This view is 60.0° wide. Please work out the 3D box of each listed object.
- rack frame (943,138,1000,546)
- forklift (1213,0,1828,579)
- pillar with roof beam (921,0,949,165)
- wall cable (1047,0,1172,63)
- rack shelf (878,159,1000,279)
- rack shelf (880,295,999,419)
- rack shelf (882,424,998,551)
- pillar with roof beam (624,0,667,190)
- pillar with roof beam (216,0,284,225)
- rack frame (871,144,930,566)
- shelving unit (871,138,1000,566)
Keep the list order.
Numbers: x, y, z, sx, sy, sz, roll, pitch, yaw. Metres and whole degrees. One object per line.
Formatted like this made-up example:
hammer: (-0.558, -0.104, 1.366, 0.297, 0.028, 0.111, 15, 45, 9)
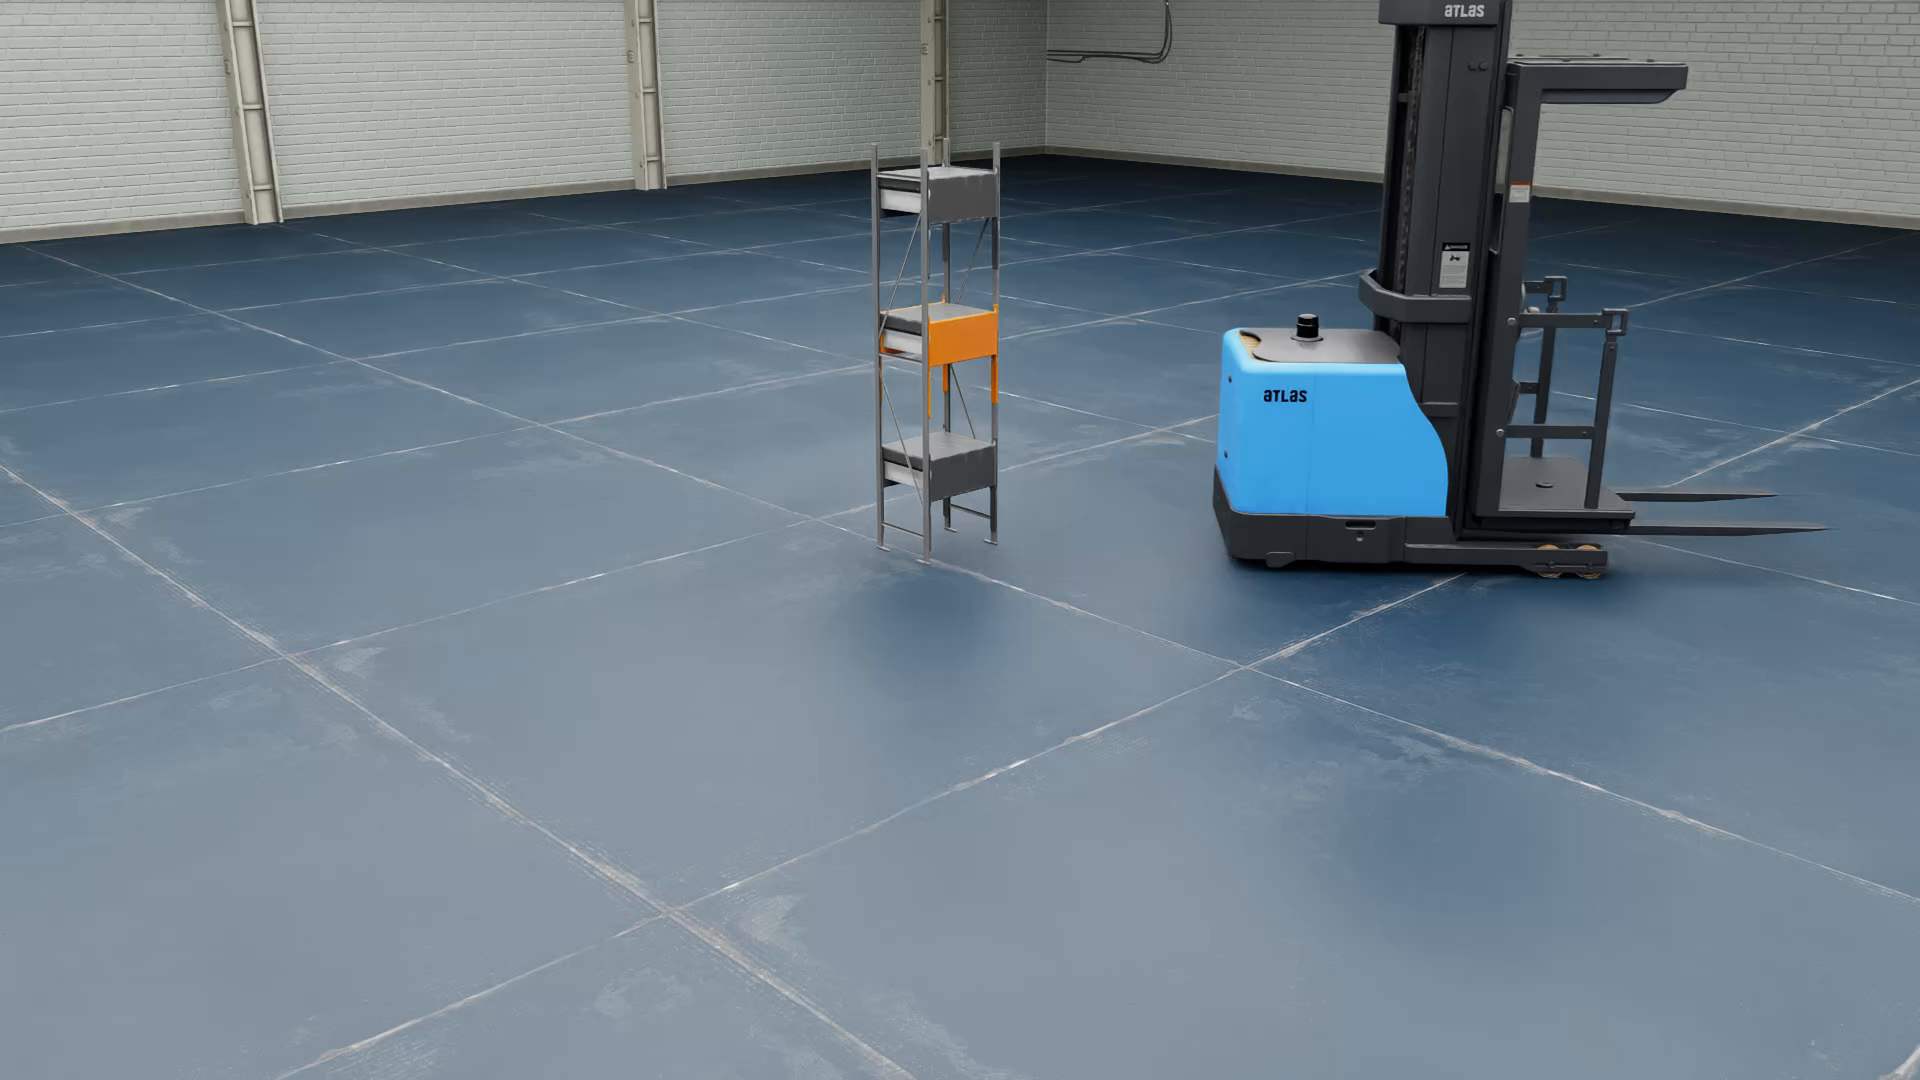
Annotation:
rack frame: (0.057, -1.015, 8.712, 0.015, 2.100, 0.400, -16, 24, -41)
forklift: (2.913, -1.367, 8.449, 3.031, 2.935, 1.130, 1, 18, 3)
pillar with roof beam: (2.520, -10.042, 25.367, 0.400, 9.000, 9.100, -16, 24, -41)
wall cable: (2.611, -9.858, 29.833, 0.112, 2.526, 3.097, -16, 24, -41)
rack shelf: (-0.120, -1.617, 8.341, 0.480, 0.518, 0.431, -16, 24, -41)
rack shelf: (-0.120, -0.951, 8.557, 0.480, 0.518, 0.431, -16, 24, -41)
rack shelf: (-0.120, -0.285, 8.773, 0.480, 0.518, 0.431, -16, 24, -41)
pillar with roof beam: (-1.840, -8.771, 21.446, 0.400, 9.000, 9.100, -16, 24, -41)
pillar with roof beam: (-6.200, -7.500, 17.525, 0.400, 9.000, 9.100, -16, 24, -41)
rack frame: (-0.298, -0.912, 8.393, 0.015, 2.100, 0.400, -16, 24, -41)
shelving unit: (-0.120, -0.964, 8.553, 0.503, 2.100, 0.431, -16, 24, -41)
